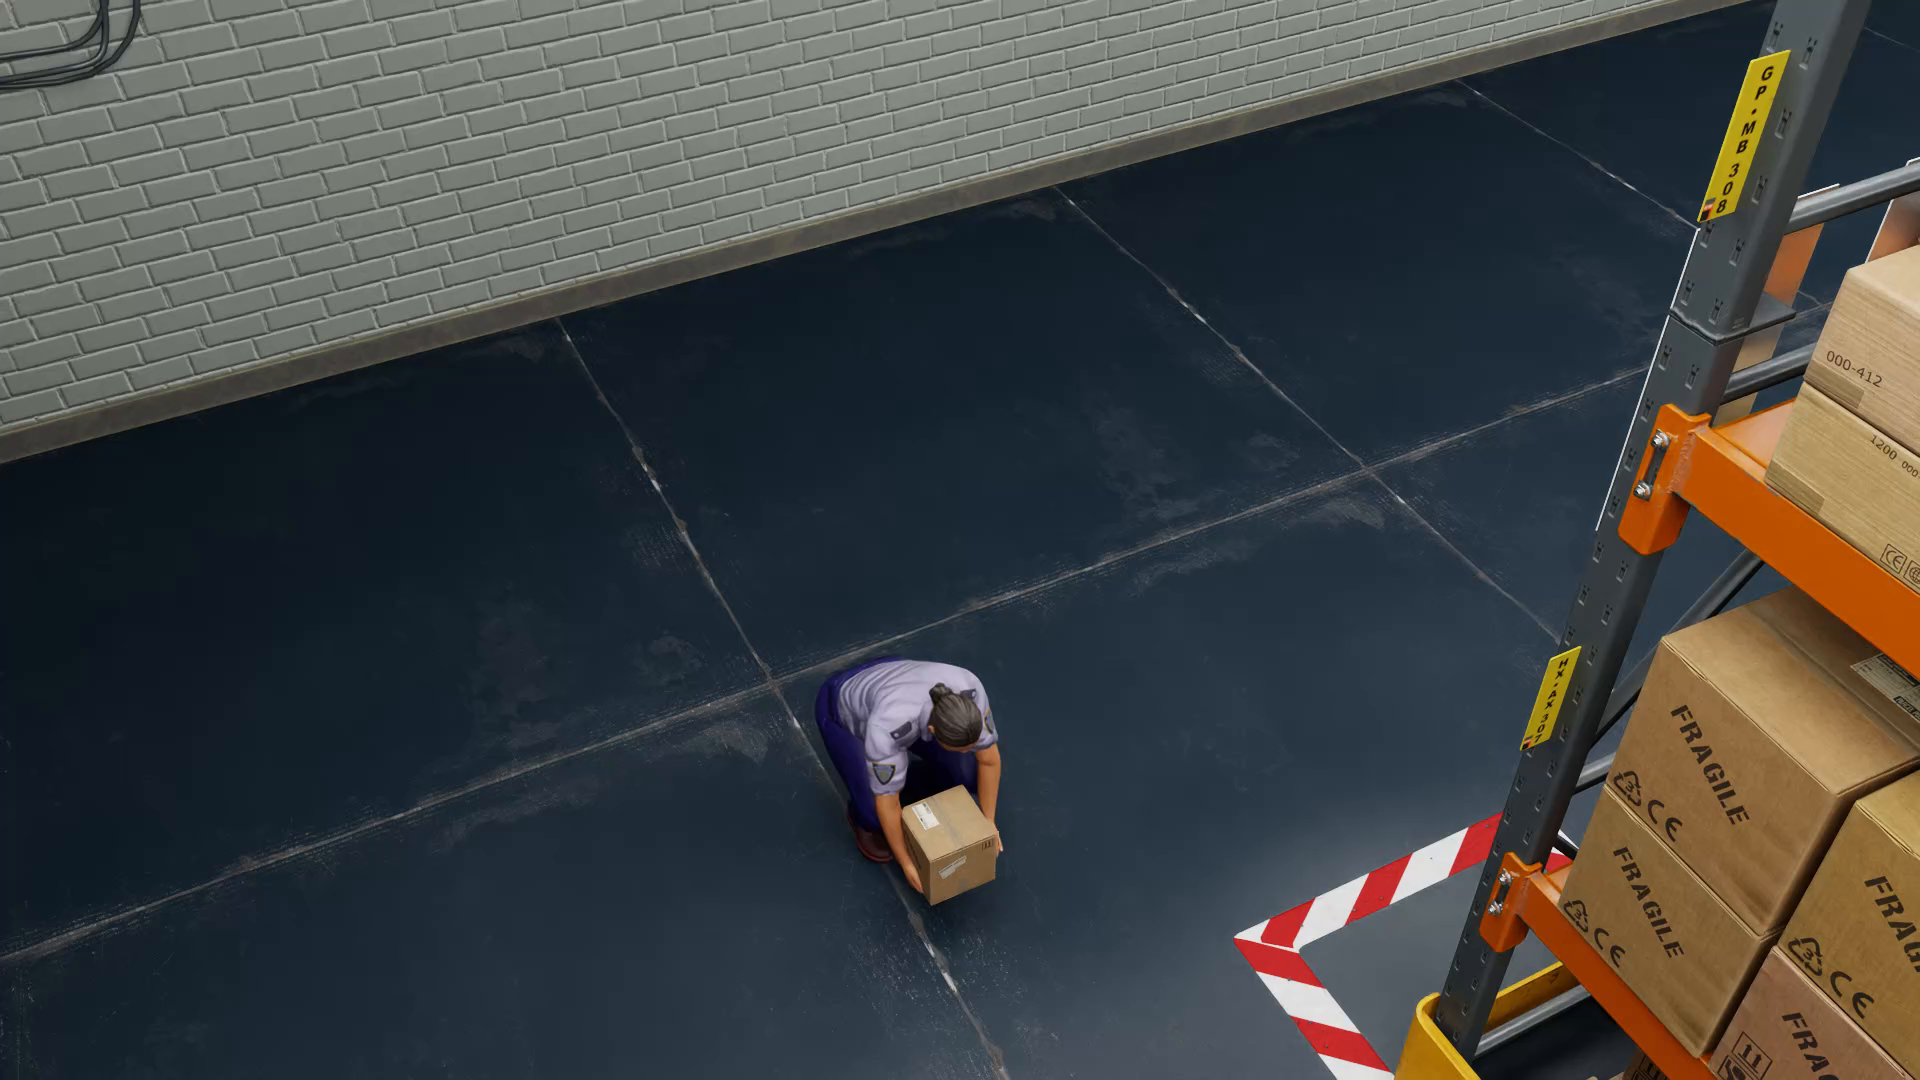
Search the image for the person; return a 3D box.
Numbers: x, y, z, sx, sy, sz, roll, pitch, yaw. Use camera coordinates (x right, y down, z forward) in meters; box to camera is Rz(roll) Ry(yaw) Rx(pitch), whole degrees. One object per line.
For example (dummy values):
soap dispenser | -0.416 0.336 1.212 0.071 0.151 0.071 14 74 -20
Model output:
person | -0.174 0.731 5.874 0.517 0.954 0.821 -19 45 -20
